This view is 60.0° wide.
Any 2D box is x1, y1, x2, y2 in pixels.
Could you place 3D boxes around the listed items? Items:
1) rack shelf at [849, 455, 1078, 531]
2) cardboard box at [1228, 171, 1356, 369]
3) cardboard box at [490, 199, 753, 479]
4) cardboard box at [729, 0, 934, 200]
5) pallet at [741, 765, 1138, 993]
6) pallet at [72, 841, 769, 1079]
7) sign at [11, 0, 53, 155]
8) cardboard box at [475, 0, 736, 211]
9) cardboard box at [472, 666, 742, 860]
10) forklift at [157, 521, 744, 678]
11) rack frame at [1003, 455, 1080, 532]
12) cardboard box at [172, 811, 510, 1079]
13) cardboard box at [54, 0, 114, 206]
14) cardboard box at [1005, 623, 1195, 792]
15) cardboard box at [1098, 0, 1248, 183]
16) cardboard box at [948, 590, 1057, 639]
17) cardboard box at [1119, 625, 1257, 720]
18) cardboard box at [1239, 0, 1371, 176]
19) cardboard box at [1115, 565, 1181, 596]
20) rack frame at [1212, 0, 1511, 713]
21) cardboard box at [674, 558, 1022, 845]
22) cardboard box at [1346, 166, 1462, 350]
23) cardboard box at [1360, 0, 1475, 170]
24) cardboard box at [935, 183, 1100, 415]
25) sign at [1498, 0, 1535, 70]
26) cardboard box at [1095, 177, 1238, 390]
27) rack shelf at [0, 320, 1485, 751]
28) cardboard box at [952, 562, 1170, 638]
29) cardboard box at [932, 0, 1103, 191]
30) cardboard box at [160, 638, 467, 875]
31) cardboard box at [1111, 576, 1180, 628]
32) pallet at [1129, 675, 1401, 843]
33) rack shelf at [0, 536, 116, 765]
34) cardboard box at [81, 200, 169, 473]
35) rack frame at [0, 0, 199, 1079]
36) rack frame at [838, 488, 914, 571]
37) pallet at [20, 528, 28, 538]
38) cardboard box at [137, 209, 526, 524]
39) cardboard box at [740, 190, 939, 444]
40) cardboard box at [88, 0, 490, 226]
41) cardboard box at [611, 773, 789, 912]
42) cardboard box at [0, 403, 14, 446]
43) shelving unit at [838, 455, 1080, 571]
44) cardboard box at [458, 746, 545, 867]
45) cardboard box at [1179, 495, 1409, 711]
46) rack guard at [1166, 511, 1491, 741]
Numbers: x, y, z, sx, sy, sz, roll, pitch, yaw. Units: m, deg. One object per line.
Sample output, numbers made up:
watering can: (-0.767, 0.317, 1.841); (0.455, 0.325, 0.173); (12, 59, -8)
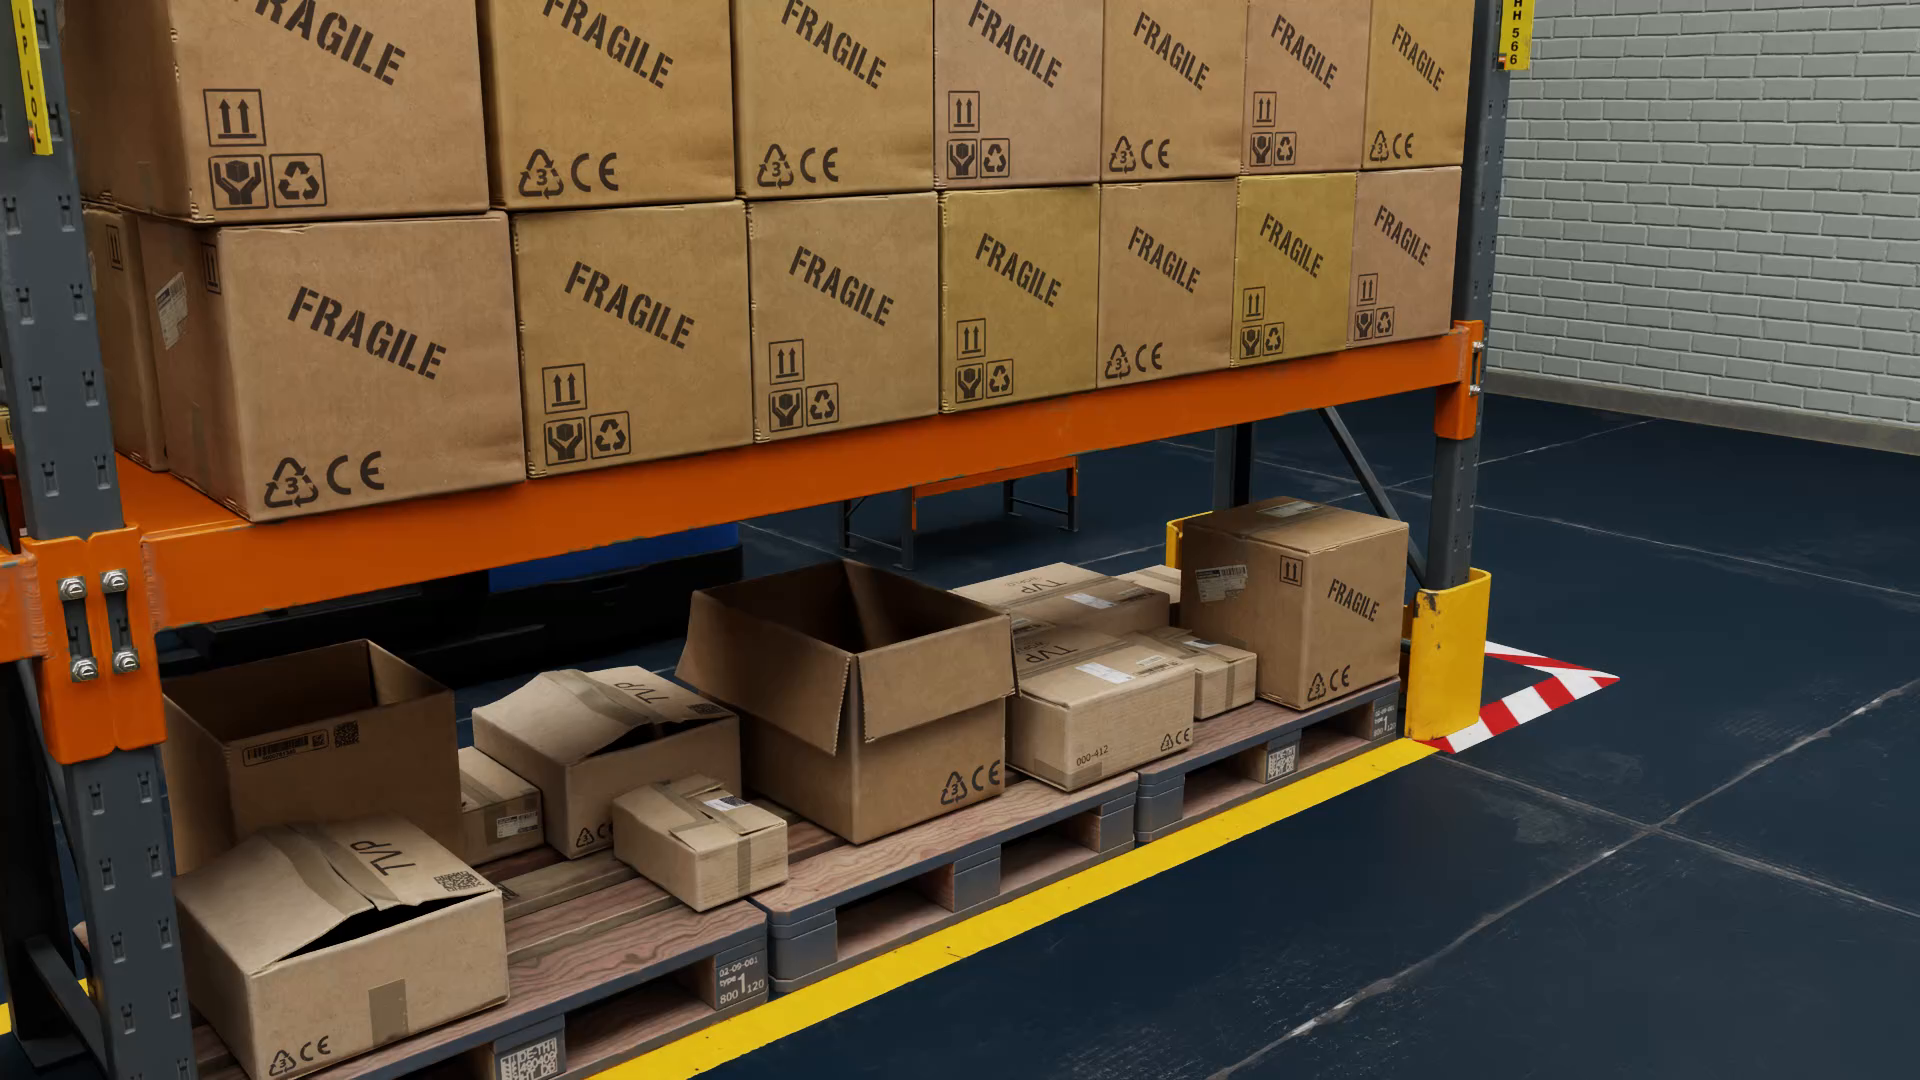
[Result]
rack shelf: (0.005, -0.308, 7.672); (1.000, 0.278, 0.538); (-13, 19, -39)
cardboard box: (0.746, -0.784, 4.678); (0.500, 0.500, 0.500); (-12, 19, -39)
cardboard box: (-0.776, -0.444, 3.407); (0.500, 0.500, 0.500); (-12, 19, -38)
cardboard box: (-0.406, -1.006, 3.573); (0.500, 0.500, 0.500); (-13, 20, -41)
pallet: (-0.284, 0.748, 4.541); (1.213, 0.211, 1.003); (-13, 19, -39)
pallet: (-1.205, 0.956, 3.763); (1.213, 0.211, 1.003); (-13, 19, -39)
sign: (-1.356, -0.727, 2.416); (0.005, 0.325, 0.100); (-13, 19, -39)
cardboard box: (-0.794, -0.919, 3.247); (0.500, 0.500, 0.500); (-13, 20, -41)
cardboard box: (-0.914, 0.532, 4.302); (0.500, 0.311, 0.500); (-13, 19, -39)
forklift: (-2.324, -0.963, 5.674); (3.031, 2.935, 1.130); (-11, 19, -37)
rack frame: (0.389, -0.631, 7.932); (0.032, 1.125, 0.500); (-13, 19, -39)
cardboard box: (-1.265, 0.782, 3.367); (0.500, 0.311, 0.500); (-13, 19, -39)
cardboard box: (-1.512, -0.943, 3.335); (0.500, 0.500, 0.500); (-13, 19, -39)
cardboard box: (0.309, 0.458, 4.698); (0.500, 0.250, 0.500); (-13, 19, -39)
cardboard box: (0.370, -1.181, 4.227); (0.500, 0.500, 0.500); (-12, 19, -38)
cardboard box: (-0.057, 0.369, 5.031); (0.500, 0.250, 0.500); (-13, 19, -39)
cardboard box: (0.681, 0.395, 5.098); (0.250, 0.166, 0.380); (-13, 19, -39)
cardboard box: (0.758, -1.270, 4.559); (0.500, 0.500, 0.500); (-12, 19, -38)
cardboard box: (0.753, 0.216, 5.801); (0.250, 0.149, 0.380); (-13, 19, -39)
rack frame: (1.294, -0.953, 5.505); (0.127, 3.000, 1.000); (-13, 19, -39)
cardboard box: (-0.309, 0.399, 4.429); (0.637, 0.503, 0.797); (-13, 19, -39)
cardboard box: (1.135, -0.872, 5.010); (0.500, 0.500, 0.500); (-12, 19, -38)
cardboard box: (1.139, -1.355, 4.880); (0.500, 0.500, 0.500); (-13, 20, -40)
cardboard box: (-0.014, -0.615, 4.046); (0.500, 0.500, 0.500); (-13, 20, -40)
sign: (1.643, -1.554, 4.897); (0.005, 0.325, 0.100); (-13, 19, -39)
cardboard box: (0.366, -0.700, 4.366); (0.500, 0.500, 0.500); (-12, 19, -39)
rack shelf: (-0.215, -0.267, 4.329); (4.000, 0.370, 1.077); (-13, 19, -39)
cardboard box: (0.321, 0.285, 5.348); (0.500, 0.250, 0.500); (-13, 19, -39)
cardboard box: (-0.017, -1.094, 3.901); (0.500, 0.500, 0.500); (-12, 19, -38)
cardboard box: (-1.480, 0.568, 3.802); (0.500, 0.500, 0.500); (-13, 19, -39)
cardboard box: (0.564, 0.250, 5.640); (0.250, 0.166, 0.380); (-13, 19, -39)
pallet: (0.636, 0.543, 5.310); (1.213, 0.211, 1.003); (-13, 19, -39)
rack shelf: (-3.232, 0.411, 1.792); (4.000, 0.370, 1.077); (-13, 19, -39)
cardboard box: (-1.515, -0.458, 3.459); (0.500, 0.500, 0.500); (-12, 19, -38)
rack frame: (-1.723, -0.275, 2.968); (0.127, 3.000, 1.000); (-13, 19, -39)
rack frame: (-0.378, -0.458, 7.287); (0.032, 1.125, 0.500); (-13, 19, -39)
pallet: (-4.353, -0.005, 7.361); (1.213, 0.211, 1.003); (-13, 19, -39)
cardboard box: (-1.160, -0.357, 3.080); (0.500, 0.500, 0.500); (-12, 19, -38)
cardboard box: (-0.397, -0.529, 3.722); (0.500, 0.500, 0.500); (-13, 20, -40)
cardboard box: (-1.183, -0.832, 2.920); (0.500, 0.500, 0.500); (-12, 19, -38)
cardboard box: (-0.619, 0.704, 3.941); (0.250, 0.166, 0.380); (-13, 19, -39)
cardboard box: (-4.346, -0.341, 7.244); (0.500, 0.500, 0.700); (-12, 19, -39)
shelving unit: (0.005, -0.545, 7.609); (1.048, 1.125, 0.538); (-13, 19, -39)
cardboard box: (-1.236, 0.663, 4.129); (0.250, 0.149, 0.380); (-13, 19, -39)
cardboard box: (1.046, 0.182, 5.246); (0.500, 0.500, 0.500); (-13, 19, -39)
rack guard: (1.237, 0.268, 5.779); (0.348, 0.500, 1.175); (-13, 19, -39)
